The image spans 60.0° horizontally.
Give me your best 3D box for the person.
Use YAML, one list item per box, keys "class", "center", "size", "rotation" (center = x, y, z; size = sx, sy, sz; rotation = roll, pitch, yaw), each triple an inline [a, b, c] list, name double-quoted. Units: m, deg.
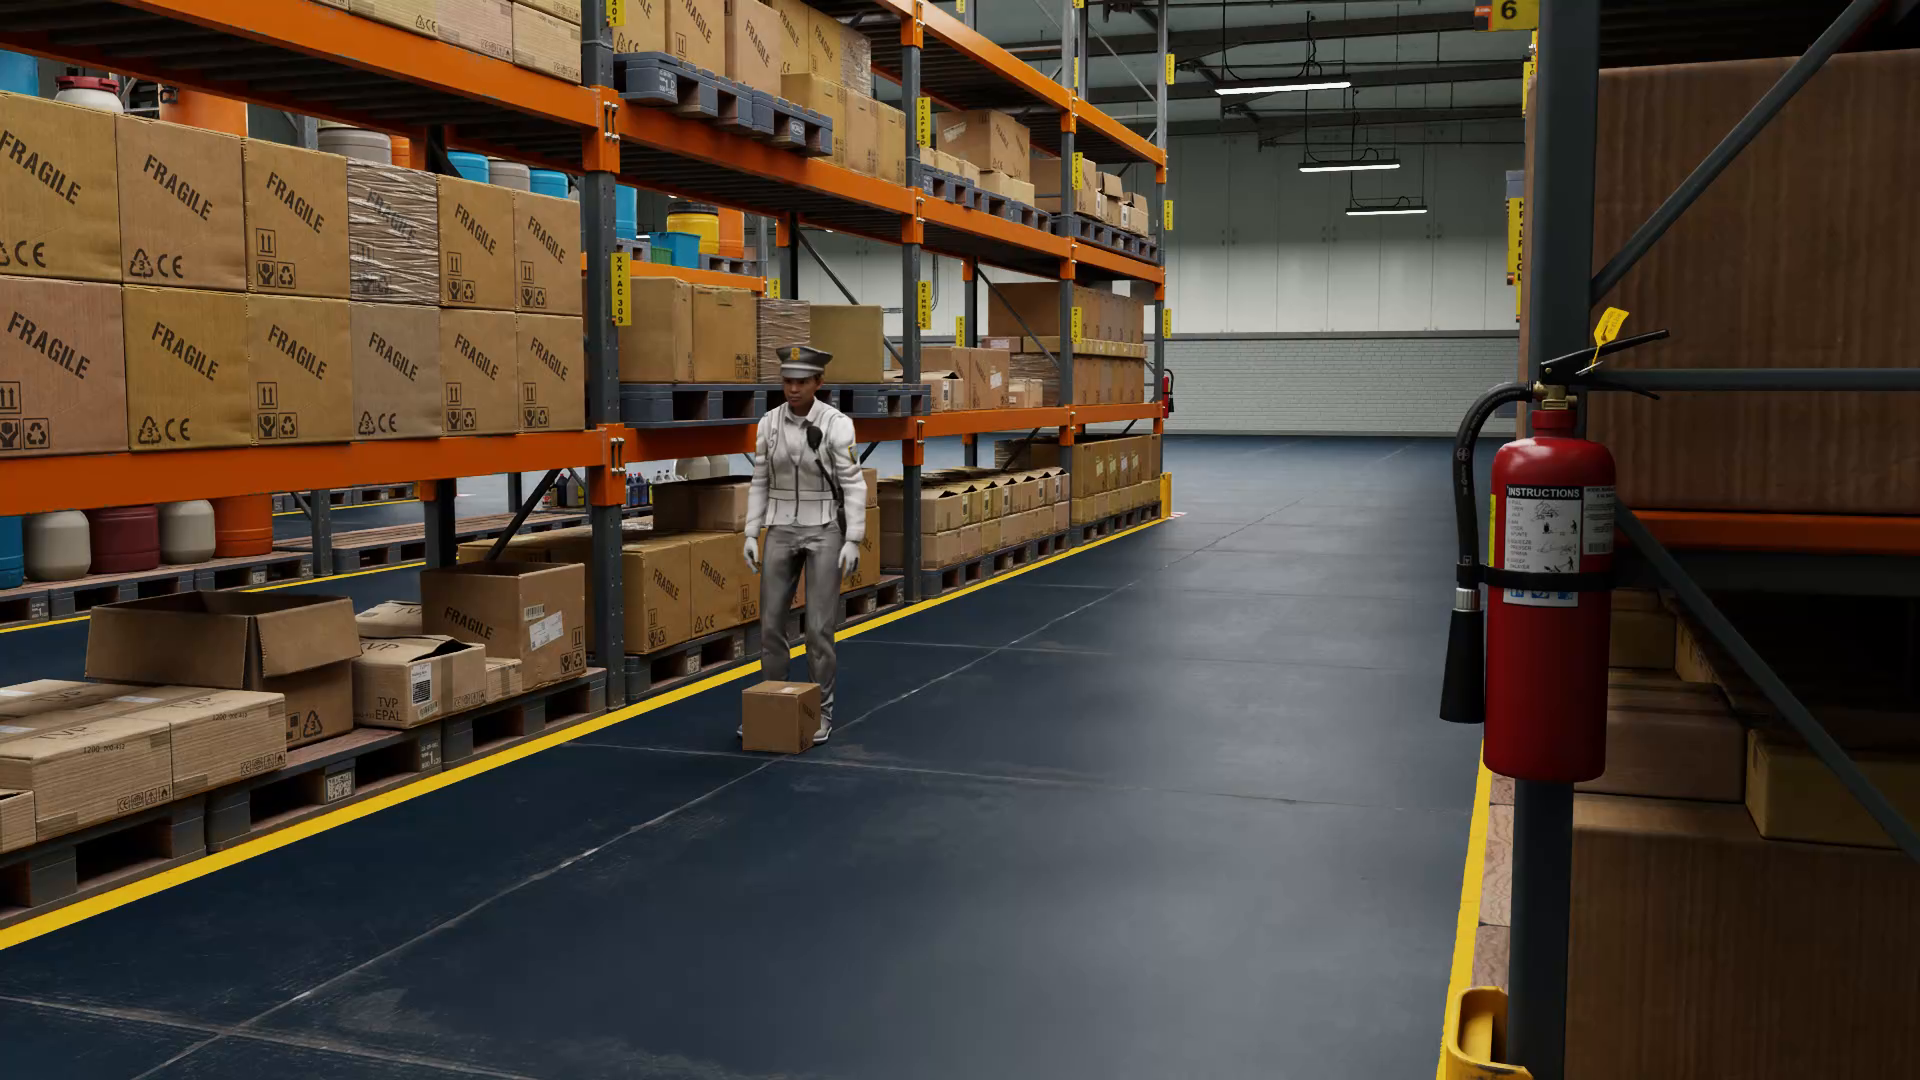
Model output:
- class: "person"
  center: [-0.670, 0.013, 7.072]
  size: [0.546, 1.667, 0.407]
  rotation: [2, 6, 16]
